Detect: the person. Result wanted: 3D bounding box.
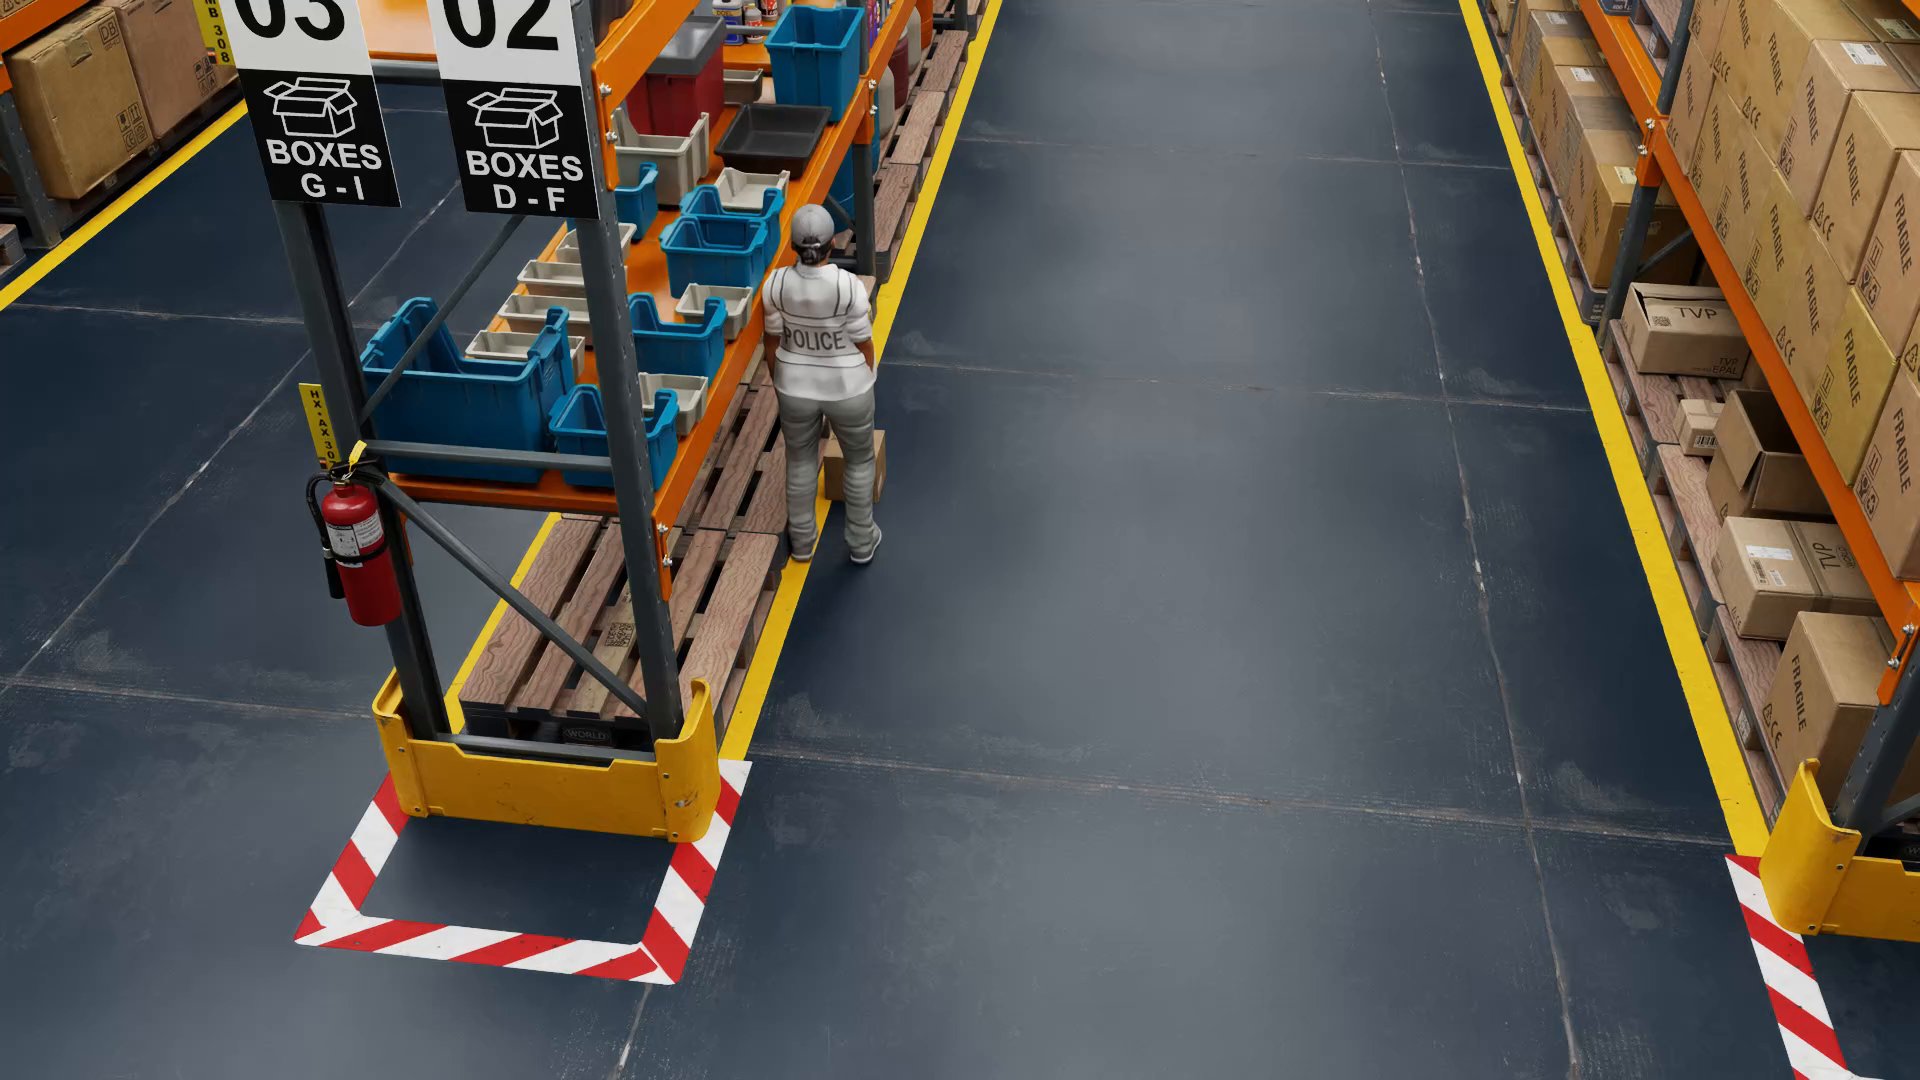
[{"bbox_3d":[-0.581,-0.641,7.034,0.467,1.671,0.390,5,37,6],"label":"person"}]
